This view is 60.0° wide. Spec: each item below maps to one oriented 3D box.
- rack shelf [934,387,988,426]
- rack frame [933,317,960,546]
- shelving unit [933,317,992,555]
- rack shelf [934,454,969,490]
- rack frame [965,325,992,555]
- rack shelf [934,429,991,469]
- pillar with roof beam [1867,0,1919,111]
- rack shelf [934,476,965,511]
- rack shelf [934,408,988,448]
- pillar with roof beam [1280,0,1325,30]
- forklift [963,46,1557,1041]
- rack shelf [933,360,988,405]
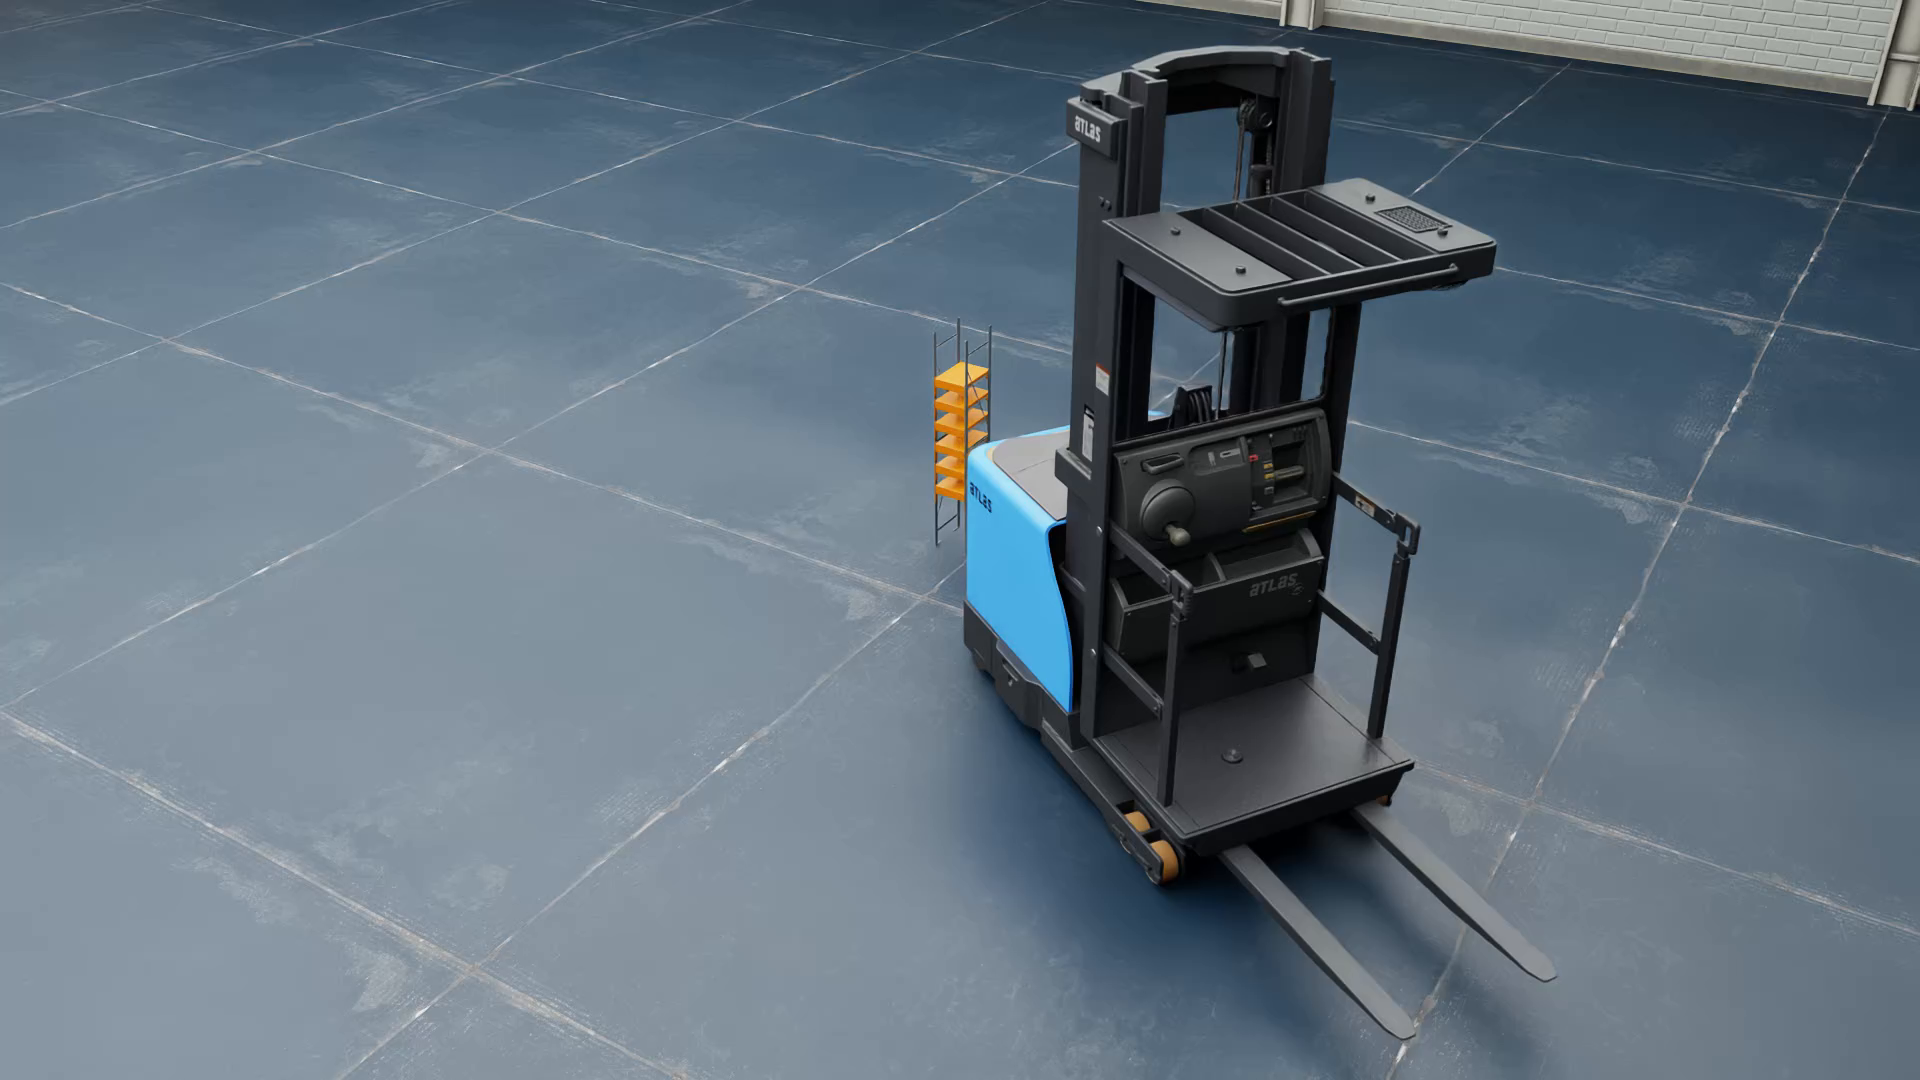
[{"bbox_3d":[0.012,-0.683,8.342,0.180,0.103,0.258,18,35,27],"label":"rack shelf"},{"bbox_3d":[-0.065,-0.539,8.483,0.006,1.200,0.240,18,35,27],"label":"rack frame"},{"bbox_3d":[0.012,-0.514,8.441,0.189,1.200,0.258,18,35,27],"label":"shelving unit"},{"bbox_3d":[0.012,-0.372,8.524,0.180,0.103,0.258,18,35,27],"label":"rack shelf"},{"bbox_3d":[0.090,-0.490,8.399,0.006,1.200,0.240,18,35,27],"label":"rack frame"},{"bbox_3d":[0.012,-0.476,8.463,0.180,0.103,0.258,18,35,27],"label":"rack shelf"},{"bbox_3d":[6.620,-6.218,10.479,0.400,9.000,9.100,18,35,27],"label":"pillar with roof beam"},{"bbox_3d":[0.012,-0.269,8.584,0.180,0.103,0.258,18,35,27],"label":"rack shelf"},{"bbox_3d":[0.012,-0.580,8.403,0.180,0.103,0.258,18,35,27],"label":"rack shelf"},{"bbox_3d":[1.538,-7.826,13.234,0.400,9.000,9.100,18,35,27],"label":"pillar with roof beam"},{"bbox_3d":[1.107,-0.185,6.158,1.130,2.935,3.031,-14,33,-22],"label":"forklift"},{"bbox_3d":[0.012,-0.787,8.282,0.180,0.103,0.258,18,35,27],"label":"rack shelf"}]
